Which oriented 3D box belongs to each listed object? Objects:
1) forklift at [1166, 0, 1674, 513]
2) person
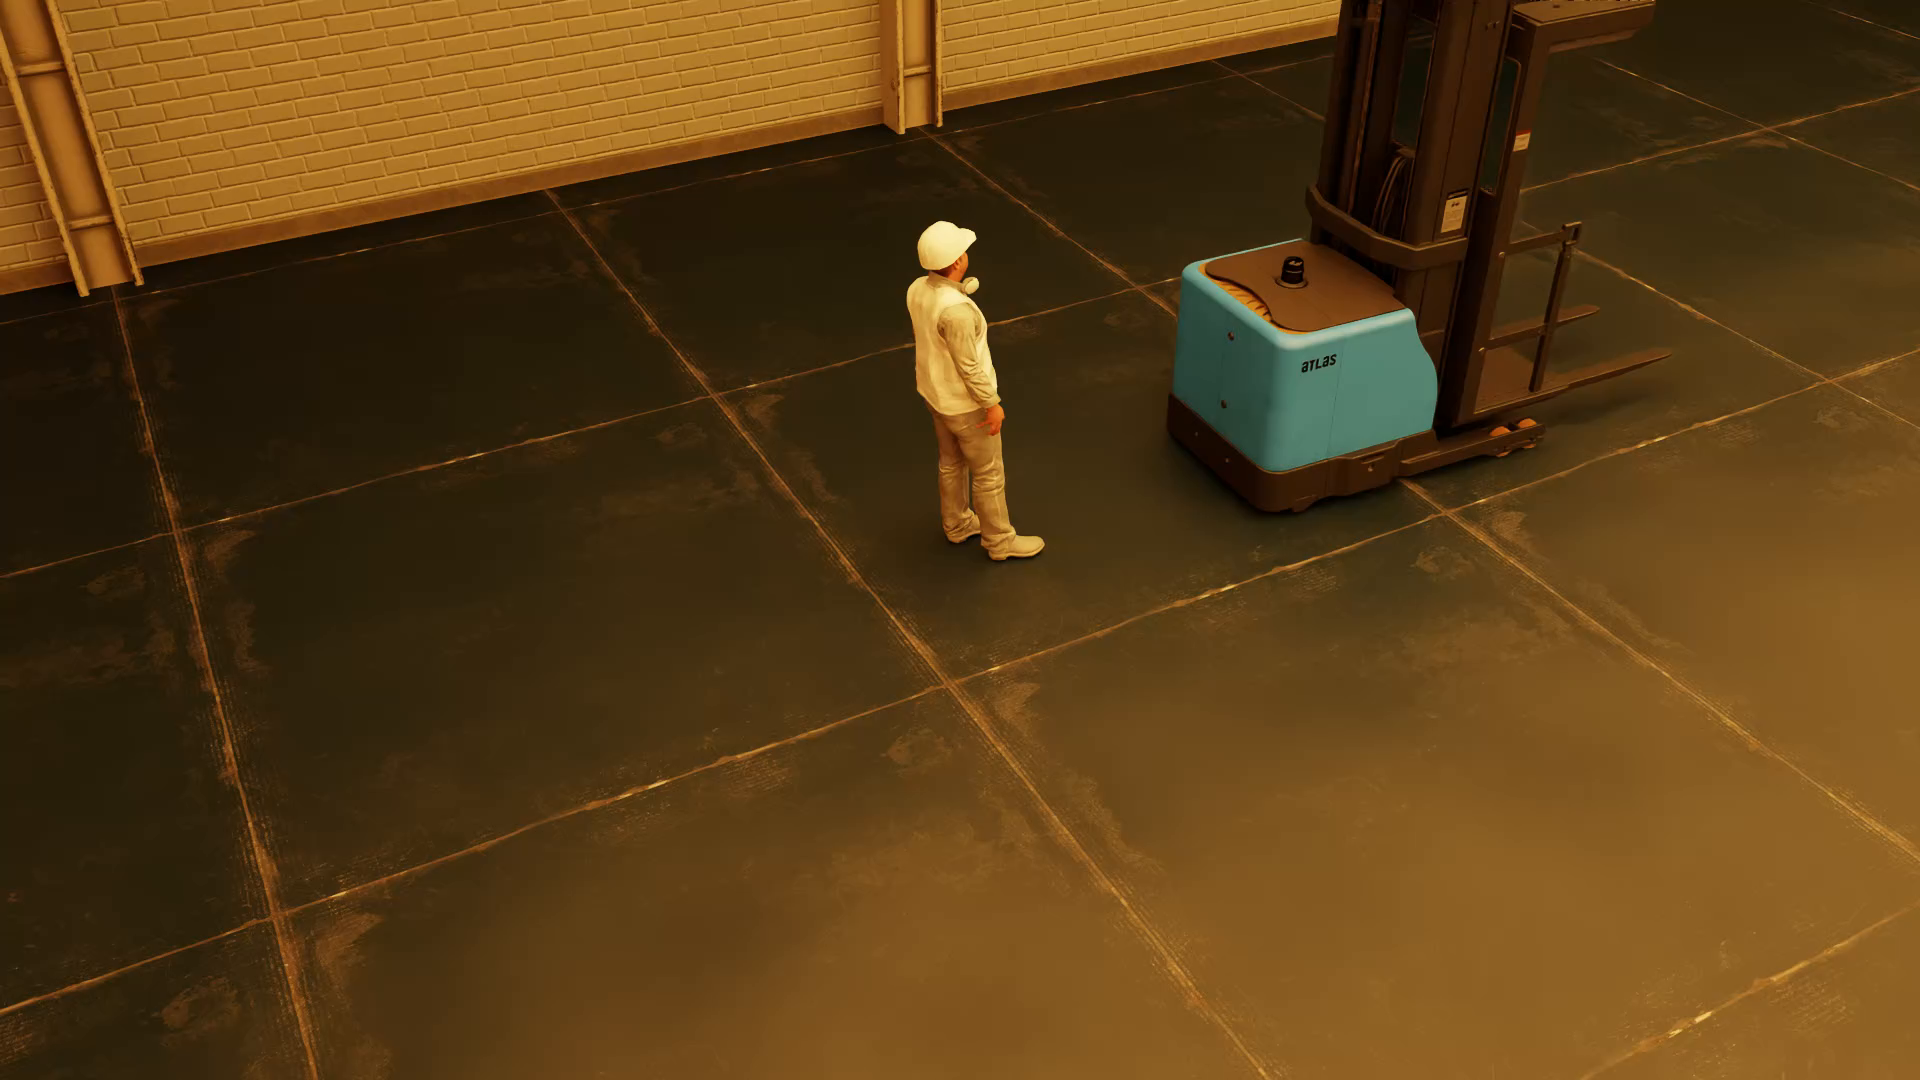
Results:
[{"bbox_3d":[2.727,-1.920,8.840,3.031,2.935,1.130,-16,38,-21],"label":"forklift"},{"bbox_3d":[0.059,-0.743,8.165,0.566,1.775,0.633,-17,39,-23],"label":"person"}]
